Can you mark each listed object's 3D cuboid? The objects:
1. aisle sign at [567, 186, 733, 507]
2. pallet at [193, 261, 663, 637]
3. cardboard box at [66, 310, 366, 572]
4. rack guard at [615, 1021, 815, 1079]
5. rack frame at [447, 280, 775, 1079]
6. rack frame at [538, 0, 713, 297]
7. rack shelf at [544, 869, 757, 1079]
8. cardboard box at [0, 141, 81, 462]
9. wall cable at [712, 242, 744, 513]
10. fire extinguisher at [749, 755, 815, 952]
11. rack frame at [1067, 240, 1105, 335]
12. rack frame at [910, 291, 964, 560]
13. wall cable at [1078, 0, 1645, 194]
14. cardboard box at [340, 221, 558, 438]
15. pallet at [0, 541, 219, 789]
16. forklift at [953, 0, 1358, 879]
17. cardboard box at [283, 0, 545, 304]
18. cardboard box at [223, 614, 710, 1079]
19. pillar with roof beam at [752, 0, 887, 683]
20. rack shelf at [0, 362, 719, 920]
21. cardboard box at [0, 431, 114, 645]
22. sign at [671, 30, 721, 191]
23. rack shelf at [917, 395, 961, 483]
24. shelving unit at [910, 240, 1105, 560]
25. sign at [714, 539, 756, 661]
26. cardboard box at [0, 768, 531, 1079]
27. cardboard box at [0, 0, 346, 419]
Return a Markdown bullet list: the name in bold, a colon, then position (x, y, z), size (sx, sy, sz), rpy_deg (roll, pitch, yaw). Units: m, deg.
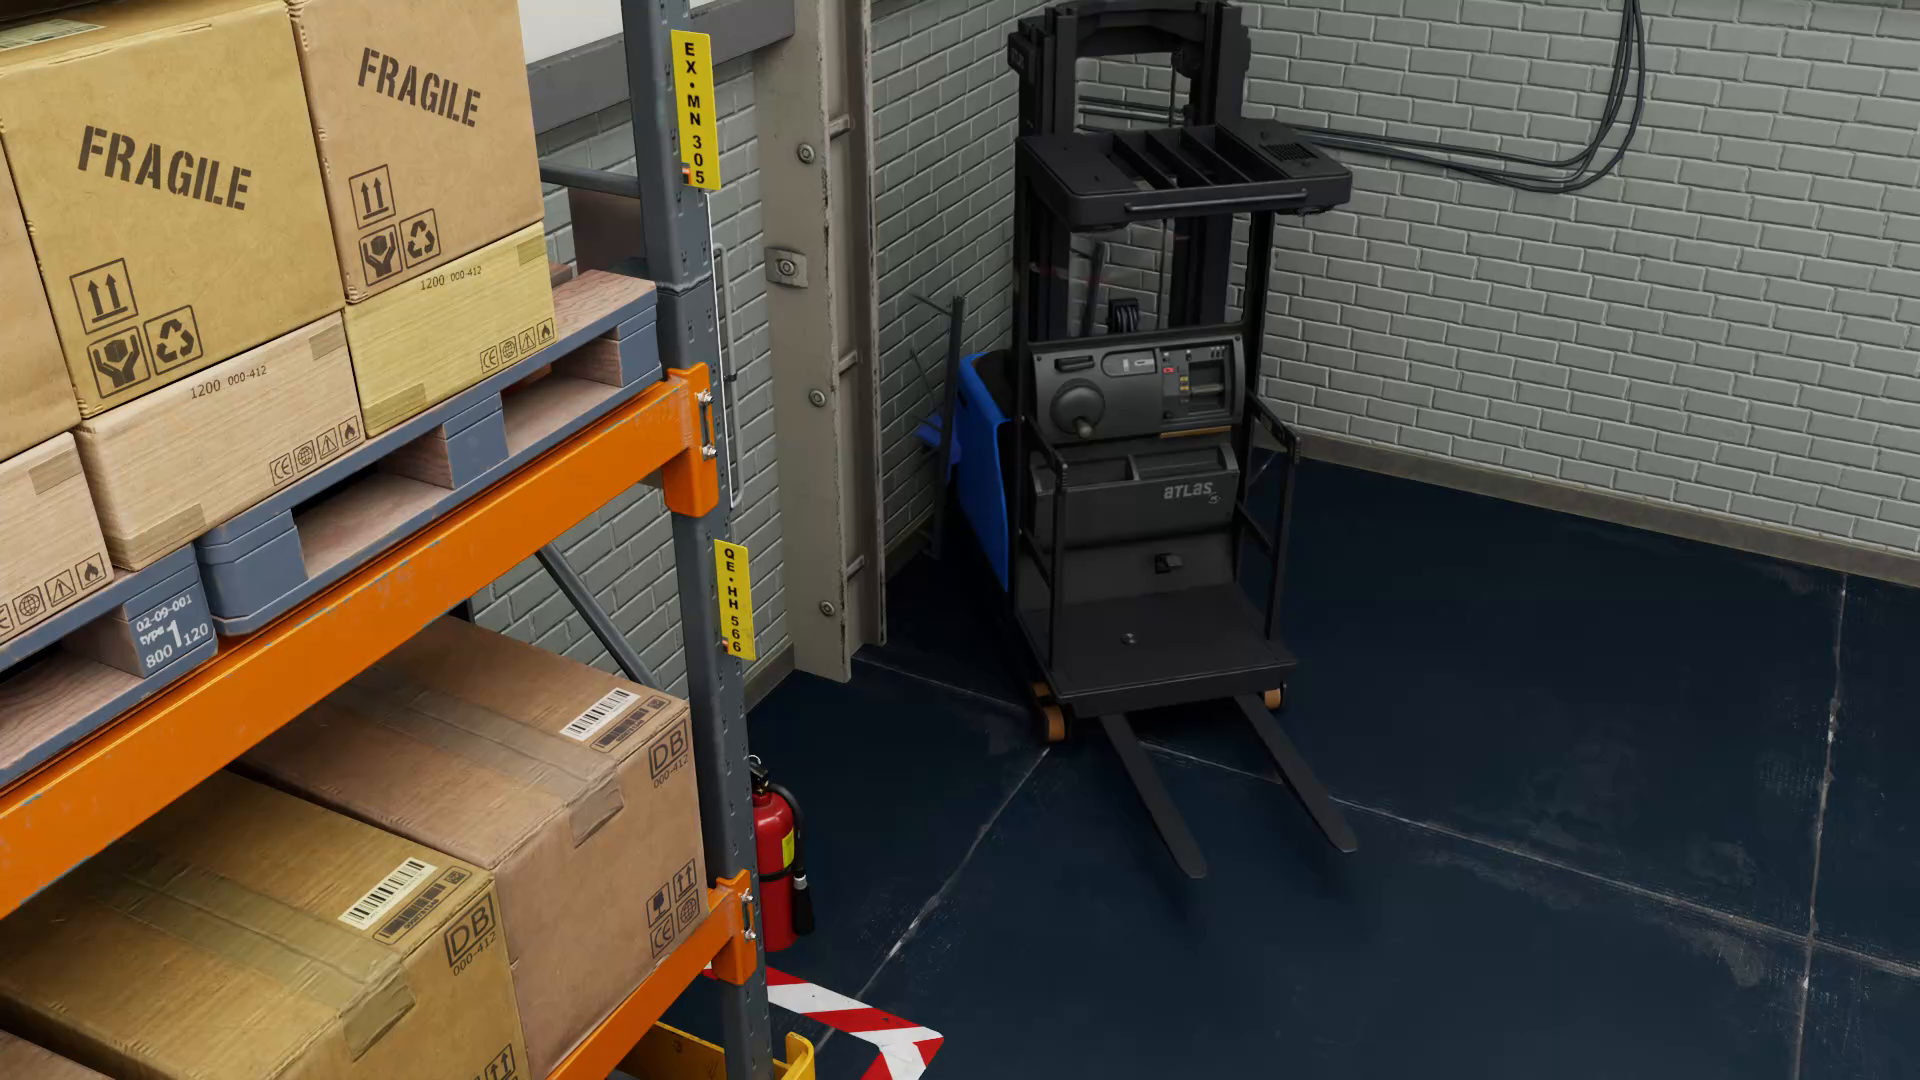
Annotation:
- **aisle sign**: position (-0.731, -0.466, 3.939), size (0.394, 0.787, 0.004), rpy_deg (14, 33, 23)
- **pallet**: position (-1.360, -0.306, 3.348), size (1.003, 0.211, 1.213), rpy_deg (14, 33, 23)
- **cardboard box**: position (-1.364, -0.220, 2.738), size (0.500, 0.250, 0.500), rpy_deg (13, 32, 21)
- **rack guard**: position (-1.020, 1.698, 5.290), size (1.175, 0.500, 0.348), rpy_deg (14, 33, 23)
- **rack frame**: position (-1.031, 0.625, 4.649), size (1.000, 3.000, 0.127), rpy_deg (14, 33, 23)
- **rack frame**: position (-1.031, -1.976, 3.155), size (1.000, 3.000, 0.127), rpy_deg (14, 33, 23)
- **rack shelf**: position (-1.942, 1.824, 3.285), size (1.077, 0.370, 4.000), rpy_deg (14, 33, 23)
- **cardboard box**: position (-1.589, -0.322, 2.163), size (0.500, 0.500, 0.500), rpy_deg (13, 32, 21)
- **wall cable**: position (-1.290, -0.598, 5.759), size (0.084, 1.984, 1.851), rpy_deg (14, 33, 23)
- **fire extinguisher**: position (-0.551, 0.858, 4.696), size (0.296, 0.674, 0.183), rpy_deg (14, 33, 23)
- **rack frame**: position (0.479, -0.993, 8.912), size (0.500, 1.500, 0.032), rpy_deg (32, 43, 32)
- **rack frame**: position (-0.230, -0.620, 8.286), size (0.500, 1.500, 0.032), rpy_deg (32, 43, 32)
- **wall cable**: position (1.864, -3.056, 8.154), size (3.097, 2.526, 0.112), rpy_deg (14, 33, 23)
- **cardboard box**: position (-1.128, -0.451, 3.140), size (0.500, 0.250, 0.500), rpy_deg (15, 33, 25)
- **pallet**: position (-1.914, 0.237, 2.402), size (1.003, 0.211, 1.213), rpy_deg (14, 33, 23)
- **forklift**: position (0.815, -0.601, 6.854), size (1.130, 2.935, 3.031), rpy_deg (-7, 31, -12)
- **cardboard box**: position (-1.121, -0.775, 2.951), size (0.500, 0.500, 0.500), rpy_deg (14, 33, 23)
- **cardboard box**: position (-1.254, 0.723, 4.177), size (0.980, 0.700, 0.700), rpy_deg (16, 33, 25)
- **pillar with roof beam**: position (3.261, -2.393, 3.881), size (9.100, 9.000, 0.400), rpy_deg (14, 33, 23)
- **rack shelf**: position (-1.942, 0.523, 2.538), size (1.077, 0.370, 4.000), rpy_deg (14, 33, 23)
- **cardboard box**: position (-1.597, 0.012, 2.334), size (0.500, 0.250, 0.500), rpy_deg (13, 32, 22)
- **sign**: position (-0.554, -0.896, 3.476), size (0.100, 0.325, 0.005), rpy_deg (14, 33, 23)
- **rack shelf**: position (0.110, -0.660, 8.703), size (0.538, 0.185, 1.000), rpy_deg (32, 43, 32)
- **shelving unit**: position (0.125, -0.806, 8.599), size (0.538, 1.500, 1.048), rpy_deg (32, 43, 32)
- **sign**: position (-0.554, 0.150, 4.077), size (0.100, 0.325, 0.005), rpy_deg (14, 33, 23)
- **cardboard box**: position (-1.576, 1.048, 3.611), size (0.980, 0.700, 0.700), rpy_deg (14, 33, 23)
- **cardboard box**: position (-1.359, -0.556, 2.569), size (0.500, 0.500, 0.500), rpy_deg (15, 33, 25)
